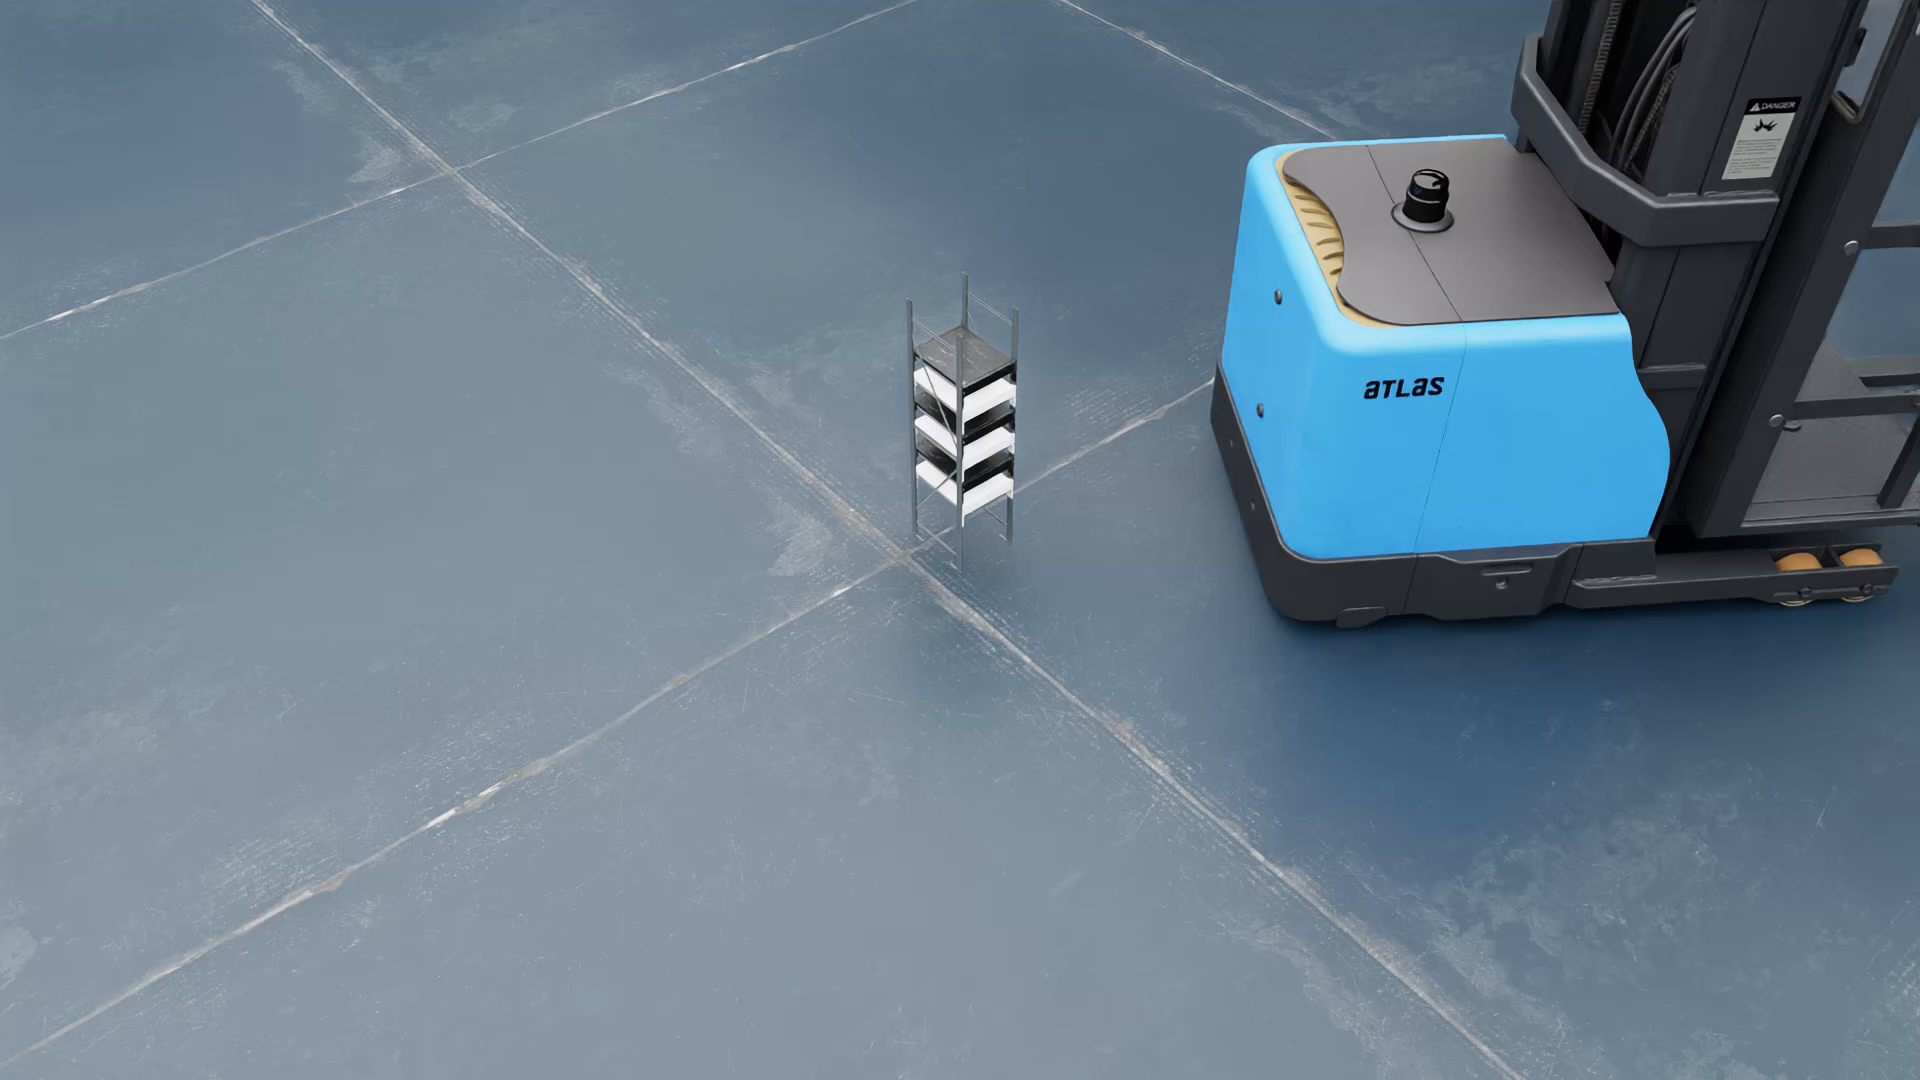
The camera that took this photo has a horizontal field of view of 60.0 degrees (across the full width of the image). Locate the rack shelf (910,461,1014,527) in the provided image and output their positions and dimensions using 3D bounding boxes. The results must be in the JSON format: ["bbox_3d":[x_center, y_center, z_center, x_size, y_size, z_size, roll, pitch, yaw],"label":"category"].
[{"bbox_3d":[0.006,-0.176,5.092,0.200,0.077,0.258,-30,51,-28],"label":"rack shelf"}]

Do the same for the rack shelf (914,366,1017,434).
[{"bbox_3d":[0.006,-0.438,4.845,0.200,0.077,0.258,-30,51,-28],"label":"rack shelf"}]

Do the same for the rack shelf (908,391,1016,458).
[{"bbox_3d":[0.006,-0.373,4.907,0.200,0.077,0.258,-30,51,-28],"label":"rack shelf"}]

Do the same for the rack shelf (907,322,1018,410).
[{"bbox_3d":[0.006,-0.504,4.784,0.200,0.077,0.258,-30,51,-28],"label":"rack shelf"}]

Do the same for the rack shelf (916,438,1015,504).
[{"bbox_3d":[0.006,-0.242,5.030,0.200,0.077,0.258,-30,51,-28],"label":"rack shelf"}]

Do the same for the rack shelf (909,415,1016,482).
[{"bbox_3d":[0.006,-0.307,4.969,0.200,0.077,0.258,-30,51,-28],"label":"rack shelf"}]

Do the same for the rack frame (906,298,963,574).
[{"bbox_3d":[-0.072,-0.287,4.898,0.006,0.900,0.240,-30,51,-28],"label":"rack frame"}]

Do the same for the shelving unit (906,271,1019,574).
[{"bbox_3d":[0.006,-0.332,4.946,0.210,0.900,0.258,-30,51,-28],"label":"shelving unit"}]

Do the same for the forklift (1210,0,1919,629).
[{"bbox_3d":[2.386,-1.227,4.416,3.031,2.935,1.130,-4,43,-4],"label":"forklift"}]

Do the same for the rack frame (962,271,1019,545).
[{"bbox_3d":[0.084,-0.376,4.993,0.006,0.900,0.240,-30,51,-28],"label":"rack frame"}]
